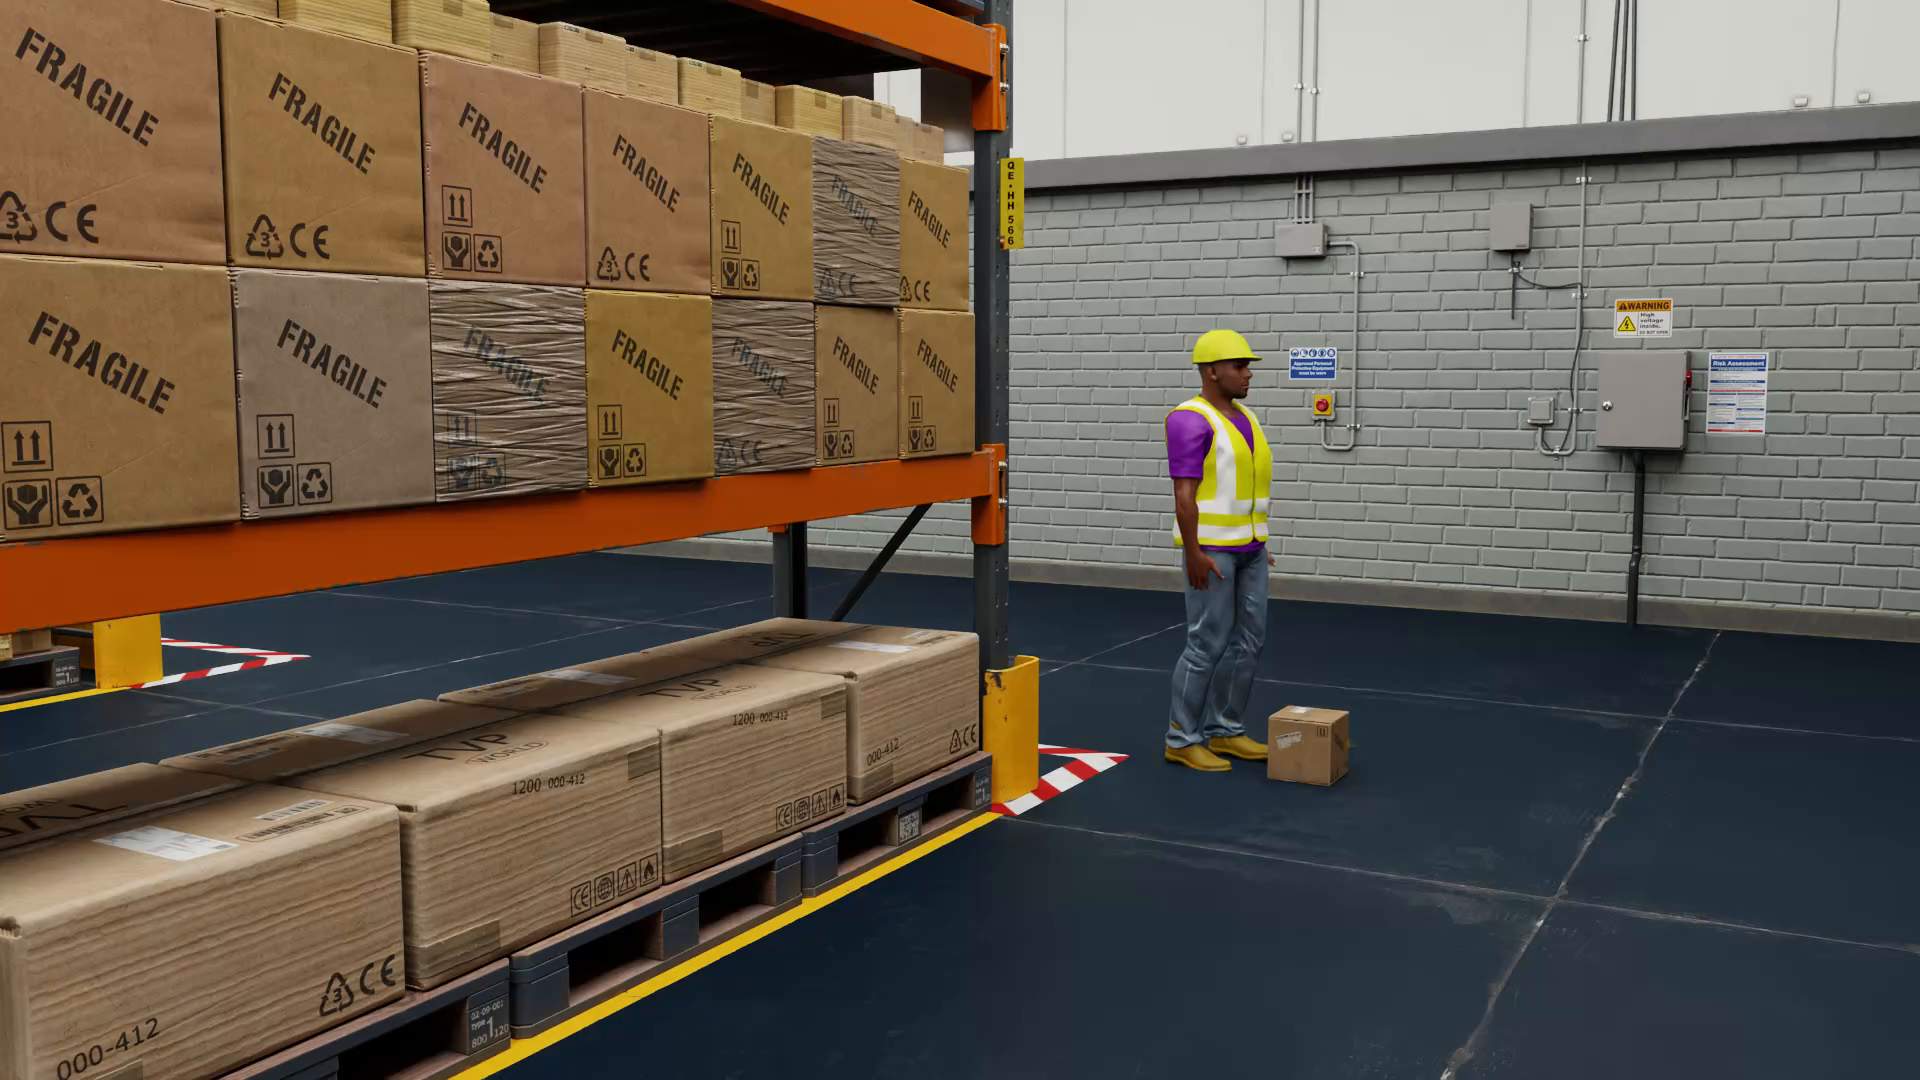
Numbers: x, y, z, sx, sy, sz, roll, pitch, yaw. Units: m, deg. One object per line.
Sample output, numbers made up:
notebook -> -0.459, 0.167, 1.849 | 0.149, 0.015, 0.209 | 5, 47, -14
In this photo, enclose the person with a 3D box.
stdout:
person -> 1.084, 0.036, 6.769 | 0.390, 1.749, 0.575 | 5, 8, 41
